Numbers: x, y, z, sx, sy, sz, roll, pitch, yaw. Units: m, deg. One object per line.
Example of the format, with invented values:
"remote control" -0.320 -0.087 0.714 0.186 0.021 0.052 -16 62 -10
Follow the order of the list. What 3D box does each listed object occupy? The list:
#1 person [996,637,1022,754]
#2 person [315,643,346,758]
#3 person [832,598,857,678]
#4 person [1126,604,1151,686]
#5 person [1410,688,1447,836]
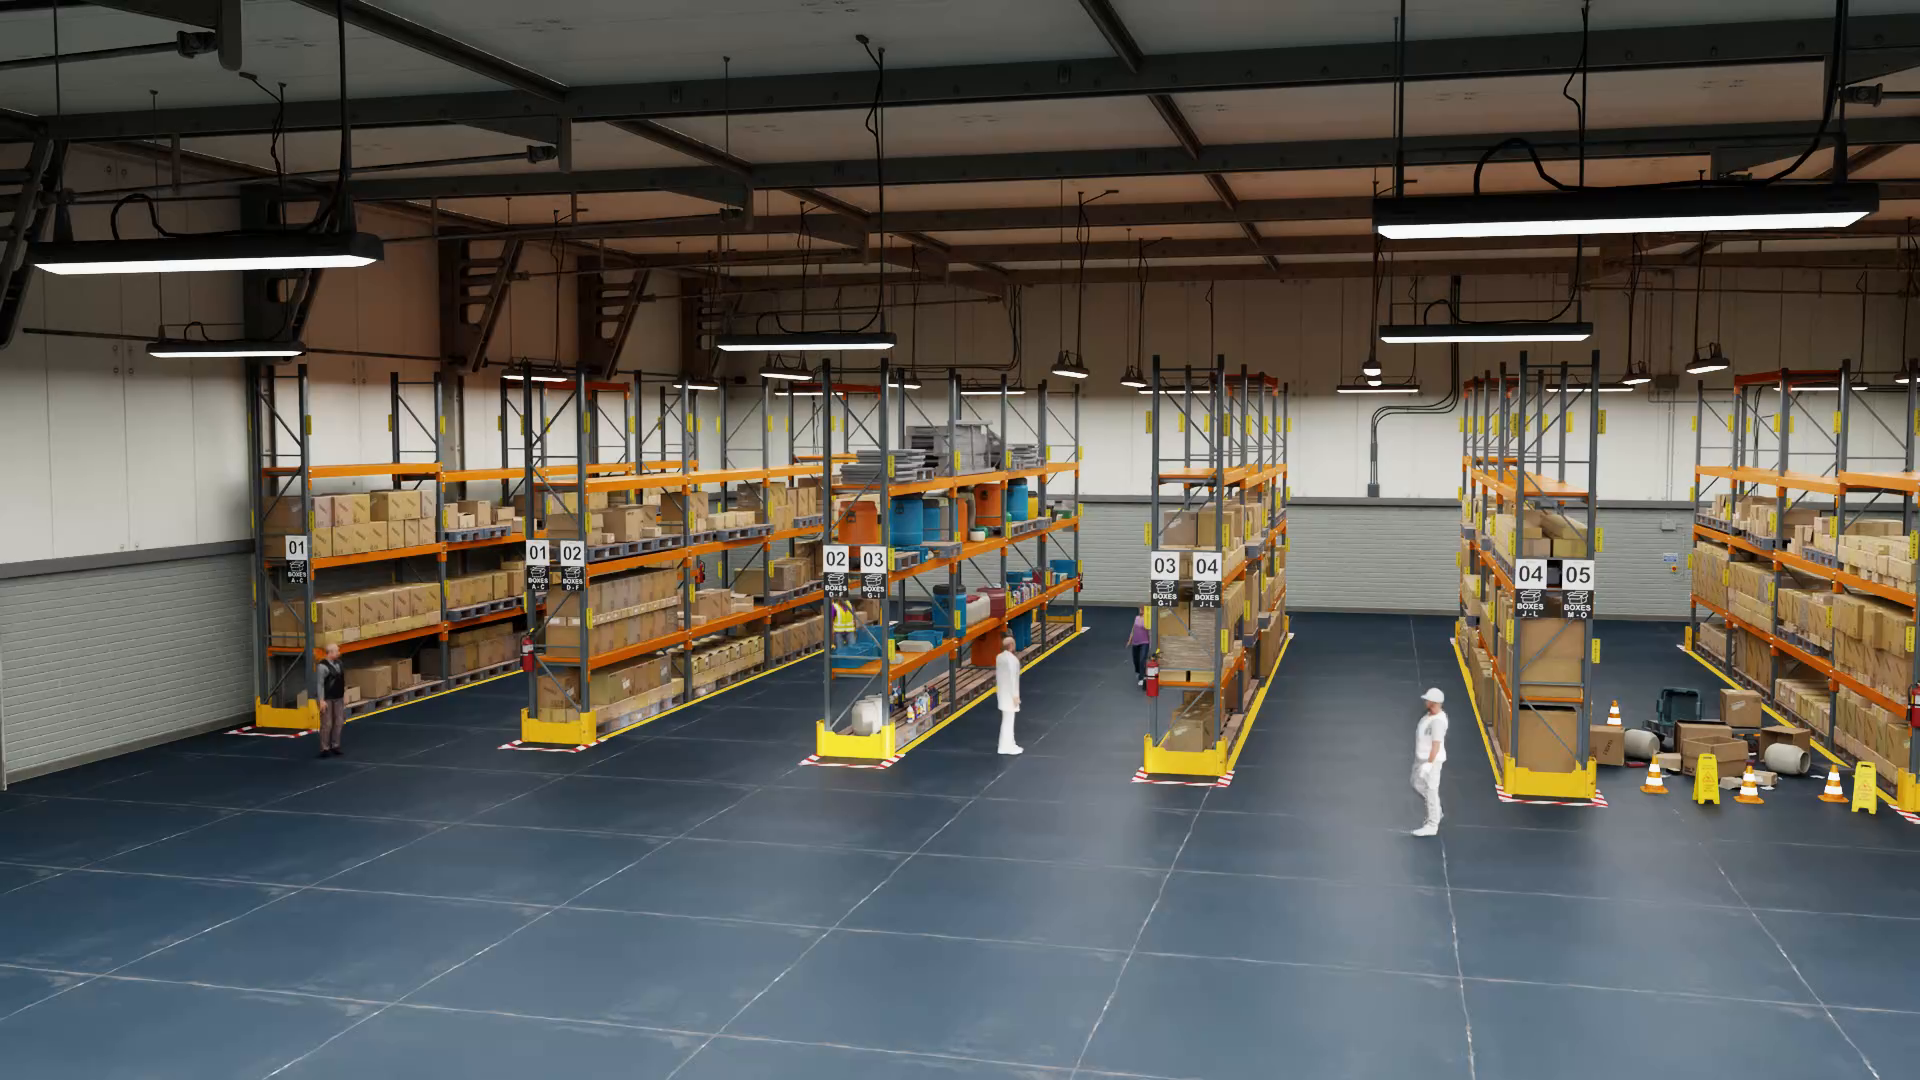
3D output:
"person" 0.807 2.382 25.380 0.499 1.815 0.666 -1 4 -18
"person" -9.531 2.414 25.154 0.389 1.732 0.572 2 4 22
"person" -2.316 1.866 33.051 0.641 1.817 0.494 -1 4 -13
"person" 3.484 2.006 32.154 0.506 1.543 0.823 1 4 12
"person" 5.742 2.693 20.399 0.469 1.782 0.648 0 4 -1
